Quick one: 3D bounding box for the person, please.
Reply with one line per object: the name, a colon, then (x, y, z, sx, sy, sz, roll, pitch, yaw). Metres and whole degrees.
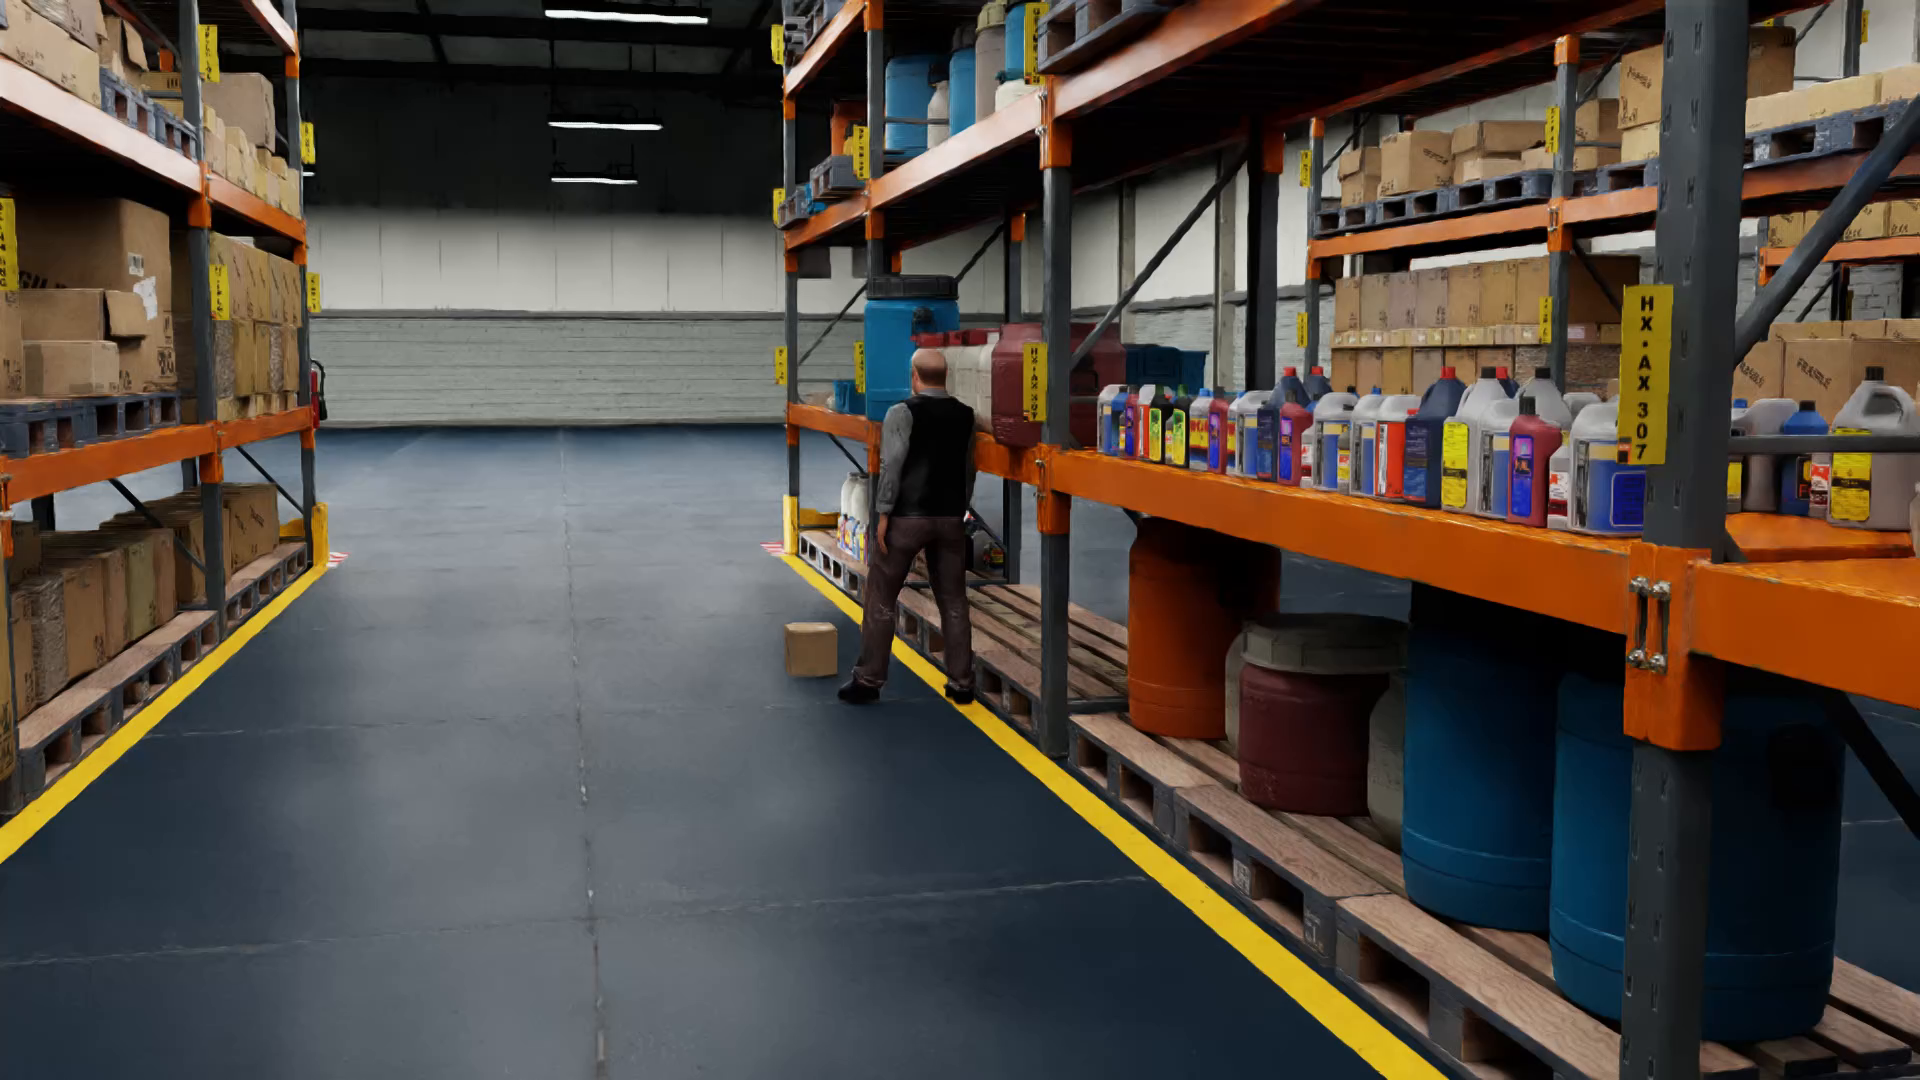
person: (-0.222, -0.076, 8.122, 0.655, 1.715, 0.533, -4, 7, -31)
